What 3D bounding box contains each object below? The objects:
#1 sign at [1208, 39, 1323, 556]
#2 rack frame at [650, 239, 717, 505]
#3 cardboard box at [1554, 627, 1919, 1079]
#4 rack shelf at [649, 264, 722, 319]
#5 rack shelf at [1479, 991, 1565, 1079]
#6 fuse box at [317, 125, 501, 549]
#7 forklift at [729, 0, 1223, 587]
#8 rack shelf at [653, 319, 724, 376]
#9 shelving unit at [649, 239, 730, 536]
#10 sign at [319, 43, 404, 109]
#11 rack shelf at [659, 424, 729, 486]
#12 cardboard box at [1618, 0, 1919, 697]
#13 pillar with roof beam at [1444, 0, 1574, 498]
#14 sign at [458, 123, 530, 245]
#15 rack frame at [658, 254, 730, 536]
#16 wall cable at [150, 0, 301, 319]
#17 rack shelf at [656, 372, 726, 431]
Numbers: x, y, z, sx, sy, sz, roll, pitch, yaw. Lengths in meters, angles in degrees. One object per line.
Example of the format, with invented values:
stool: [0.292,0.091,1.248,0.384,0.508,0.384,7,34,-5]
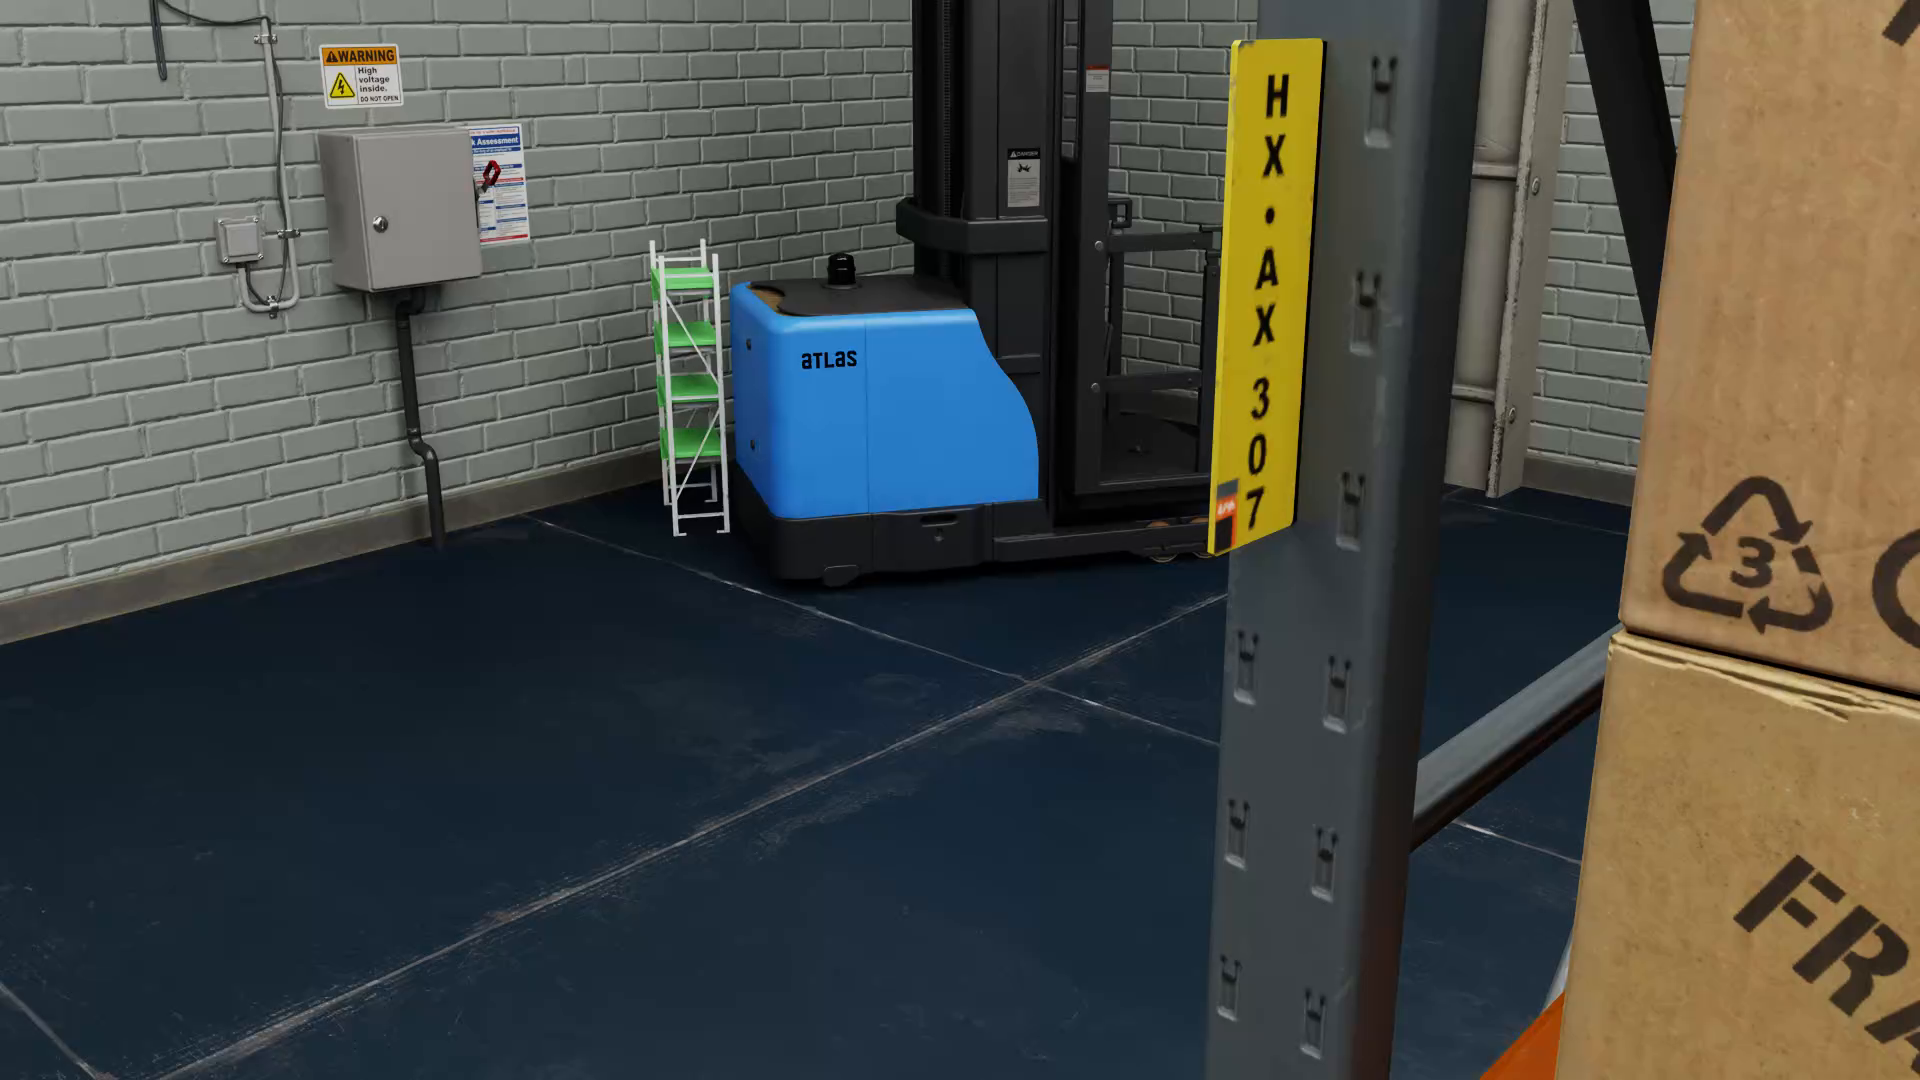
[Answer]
sign: [0.198,-0.155,1.080,0.005,0.325,0.100,15,23,39]
rack frame: [-1.238,-0.742,7.466,0.240,1.200,0.015,-4,18,-14]
cardboard box: [0.739,0.284,1.091,0.500,0.500,0.500,15,23,39]
rack shelf: [-1.178,-1.067,7.114,0.258,0.148,0.480,-4,18,-14]
rack shelf: [2.067,0.915,0.458,4.000,0.370,1.077,15,23,39]
fuse box: [-2.159,-0.788,6.766,0.414,1.711,0.539,15,23,39]
forklift: [0.596,-1.451,6.840,3.031,2.935,1.130,-5,18,-16]
rack shelf: [-1.178,-0.838,7.187,0.258,0.148,0.480,-4,18,-14]
shelving unit: [-1.178,-0.670,7.240,0.258,1.200,0.503,-4,18,-14]
sign: [-2.350,-1.825,6.538,0.001,0.242,0.339,15,23,39]
rack shelf: [-1.178,-0.381,7.332,0.258,0.148,0.480,-4,18,-14]
cardboard box: [0.741,-0.193,0.942,0.500,0.500,0.500,14,23,38]
pillar with roof beam: [-0.413,-3.584,3.528,0.400,9.000,9.100,15,23,39]
sign: [-1.986,-1.510,7.068,0.001,0.494,0.329,15,23,39]
rack frame: [-1.117,-0.599,7.015,0.240,1.200,0.015,-4,18,-14]
wall cable: [-2.730,-1.764,6.030,0.122,1.984,0.588,15,23,39]
rack shelf: [-1.178,-0.609,7.260,0.258,0.148,0.480,-4,18,-14]
